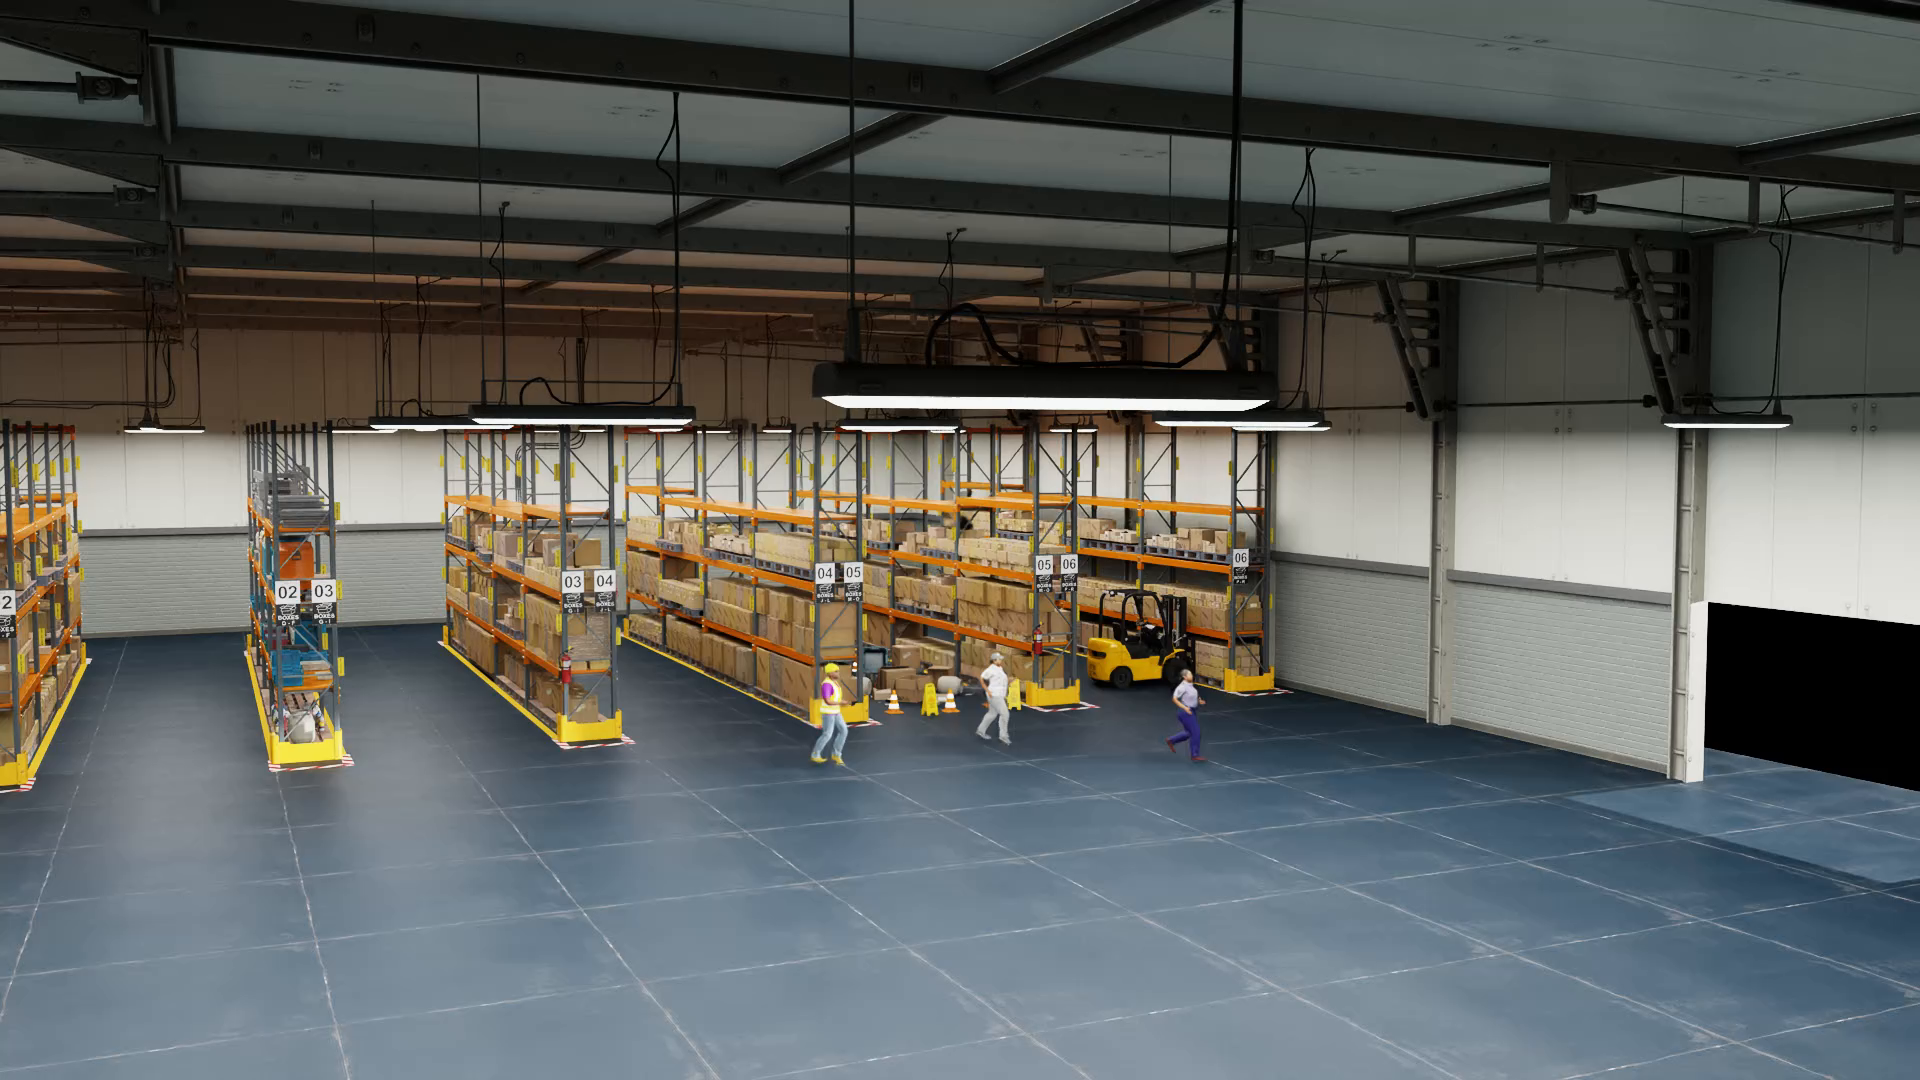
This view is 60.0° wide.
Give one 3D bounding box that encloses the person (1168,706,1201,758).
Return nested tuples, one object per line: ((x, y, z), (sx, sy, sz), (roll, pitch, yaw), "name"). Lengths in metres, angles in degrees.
((3.964, 3.359, 29.397), (0.642, 0.933, 0.418), (2, 4, 23), "person")

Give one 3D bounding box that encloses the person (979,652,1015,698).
((0.717, 2.505, 30.953), (0.630, 0.823, 0.580), (1, 4, 14), "person")

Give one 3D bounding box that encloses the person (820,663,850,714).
((-2.181, 2.582, 28.839), (0.653, 0.891, 0.726), (1, 4, 14), "person")
